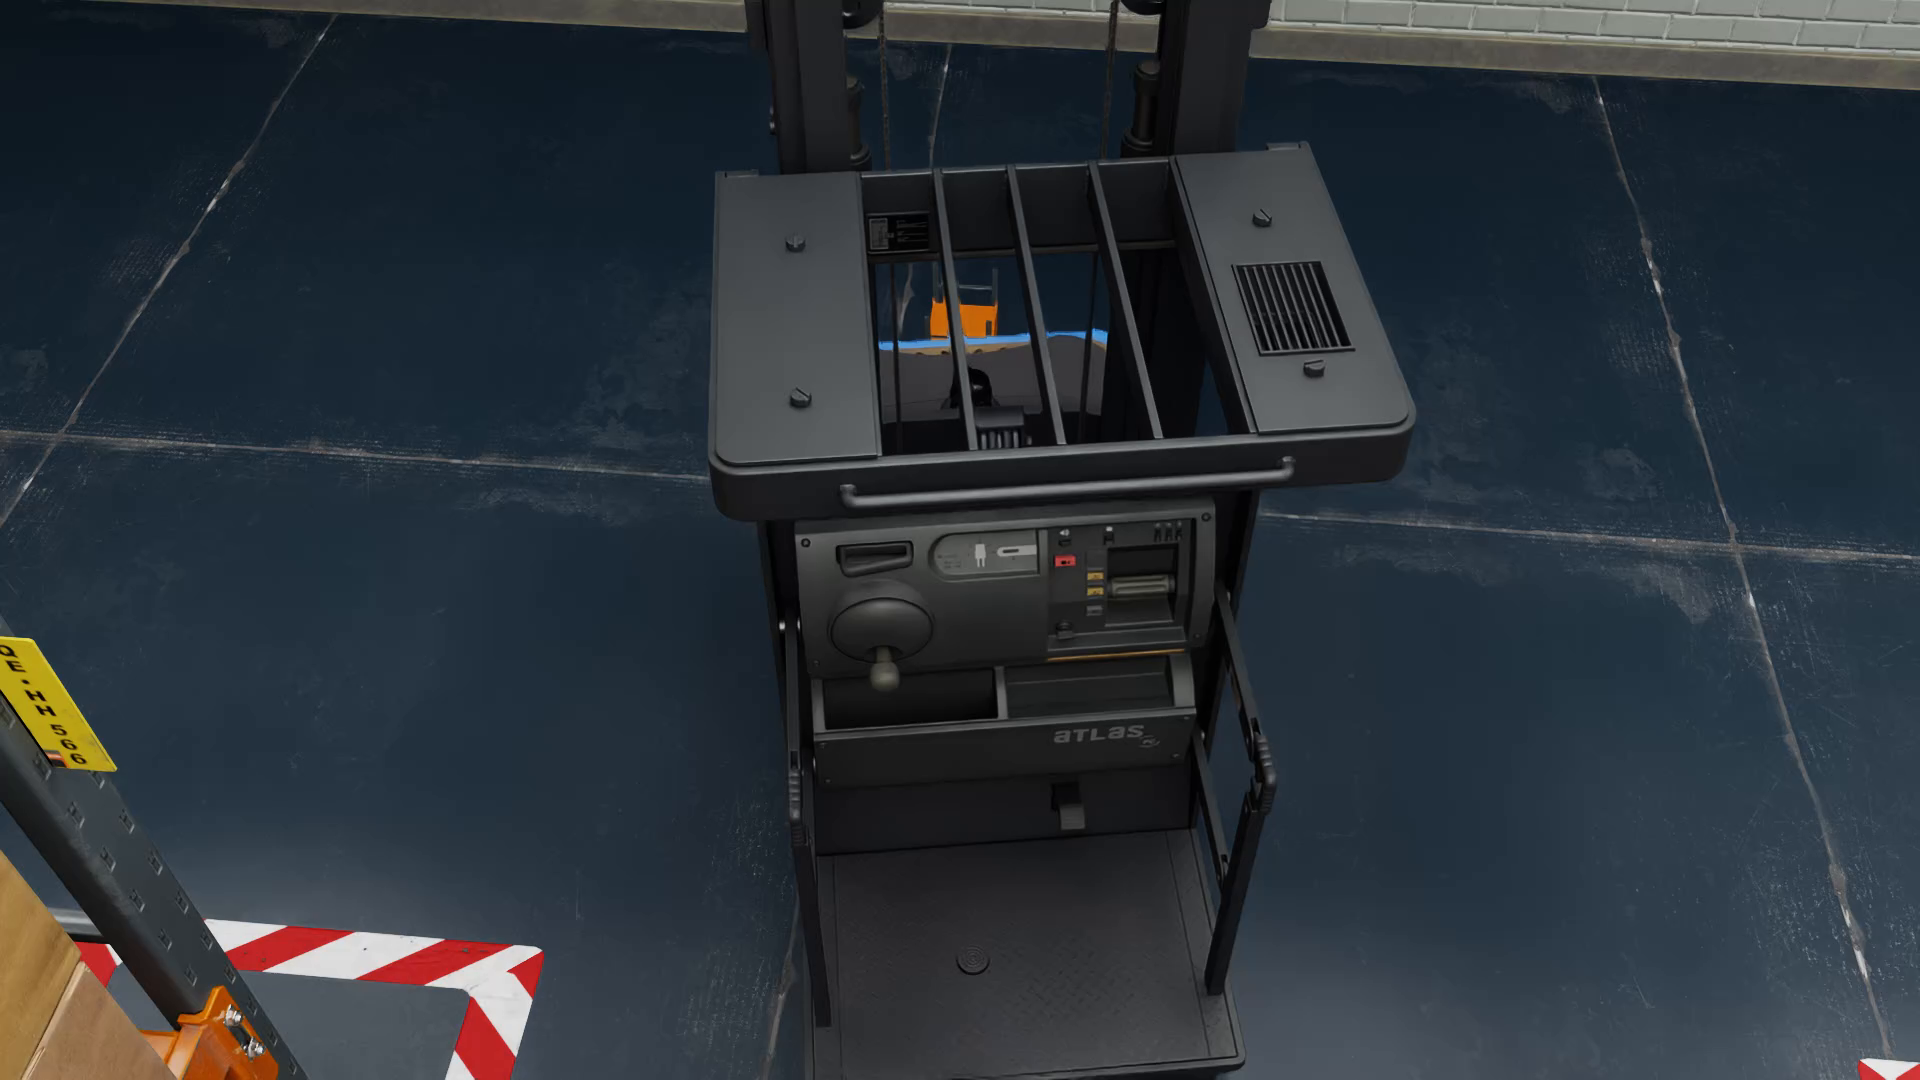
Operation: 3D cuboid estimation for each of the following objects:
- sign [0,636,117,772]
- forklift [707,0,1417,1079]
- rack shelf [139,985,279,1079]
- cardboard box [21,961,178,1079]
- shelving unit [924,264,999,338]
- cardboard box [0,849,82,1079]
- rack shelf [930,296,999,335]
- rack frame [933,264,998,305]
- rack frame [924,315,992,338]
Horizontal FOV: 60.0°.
[{"bbox_3d":[-1.371,0.249,2.491,0.100,0.325,0.005,4,48,4],"label":"sign"},{"bbox_3d":[0.126,0.223,3.560,1.130,2.935,3.031,-4,48,-3],"label":"forklift"},{"bbox_3d":[-2.104,2.407,2.003,1.077,0.370,4.000,4,48,4],"label":"rack shelf"},{"bbox_3d":[-1.692,1.008,2.727,0.500,0.500,0.500,5,48,5],"label":"cardboard box"},{"bbox_3d":[0.005,-0.394,5.399,0.215,1.050,0.252,4,48,4],"label":"shelving unit"},{"bbox_3d":[-1.689,0.669,2.360,0.500,0.500,0.500,3,48,3],"label":"cardboard box"},{"bbox_3d":[0.005,-0.578,5.197,0.215,0.259,0.240,4,48,4],"label":"rack shelf"},{"bbox_3d":[0.016,-0.483,5.481,0.200,1.050,0.008,4,48,4],"label":"rack frame"},{"bbox_3d":[-0.006,-0.304,5.317,0.200,1.050,0.008,4,48,4],"label":"rack frame"}]
